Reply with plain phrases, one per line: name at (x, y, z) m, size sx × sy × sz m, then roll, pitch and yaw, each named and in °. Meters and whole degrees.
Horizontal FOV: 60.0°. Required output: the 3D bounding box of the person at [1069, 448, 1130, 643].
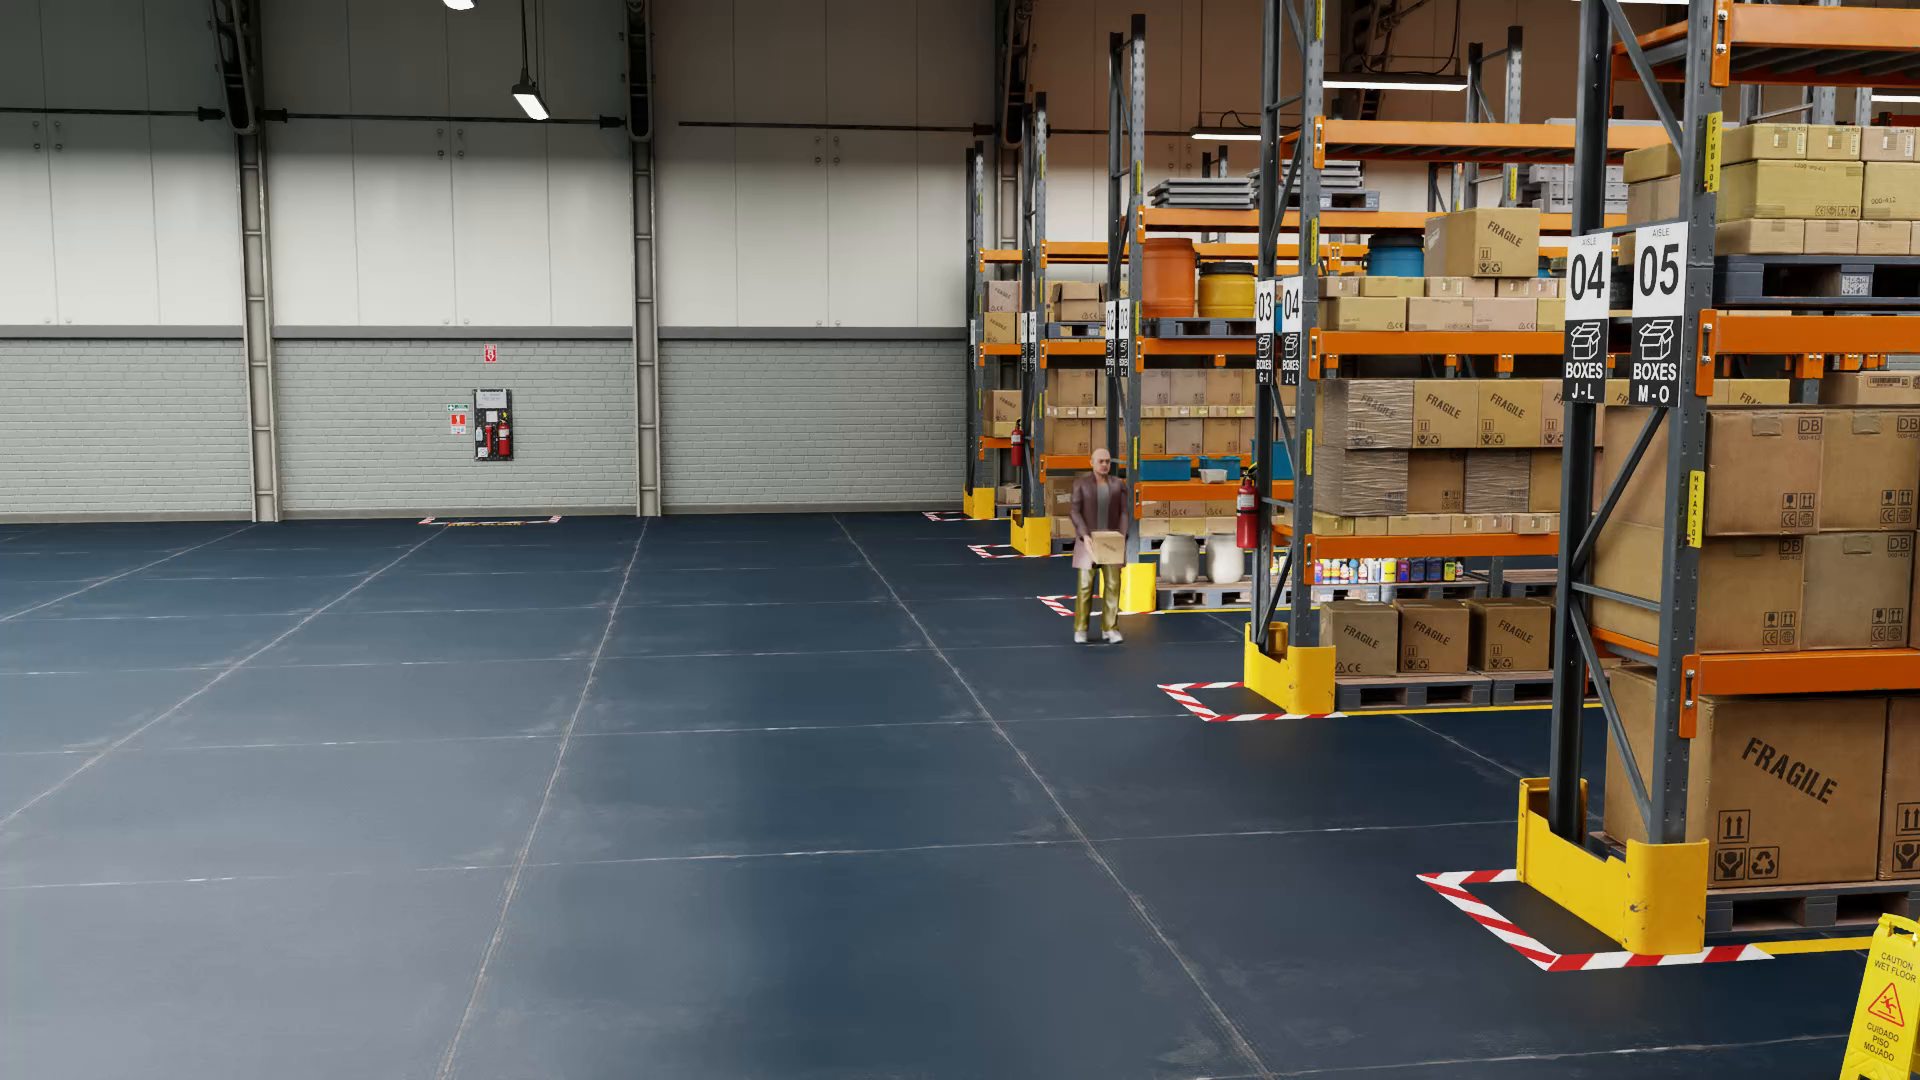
person at (1.299, 0.049, 15.293) m, size 0.572 × 1.782 × 0.479 m, roll -1°, pitch 6°, yaw -10°
